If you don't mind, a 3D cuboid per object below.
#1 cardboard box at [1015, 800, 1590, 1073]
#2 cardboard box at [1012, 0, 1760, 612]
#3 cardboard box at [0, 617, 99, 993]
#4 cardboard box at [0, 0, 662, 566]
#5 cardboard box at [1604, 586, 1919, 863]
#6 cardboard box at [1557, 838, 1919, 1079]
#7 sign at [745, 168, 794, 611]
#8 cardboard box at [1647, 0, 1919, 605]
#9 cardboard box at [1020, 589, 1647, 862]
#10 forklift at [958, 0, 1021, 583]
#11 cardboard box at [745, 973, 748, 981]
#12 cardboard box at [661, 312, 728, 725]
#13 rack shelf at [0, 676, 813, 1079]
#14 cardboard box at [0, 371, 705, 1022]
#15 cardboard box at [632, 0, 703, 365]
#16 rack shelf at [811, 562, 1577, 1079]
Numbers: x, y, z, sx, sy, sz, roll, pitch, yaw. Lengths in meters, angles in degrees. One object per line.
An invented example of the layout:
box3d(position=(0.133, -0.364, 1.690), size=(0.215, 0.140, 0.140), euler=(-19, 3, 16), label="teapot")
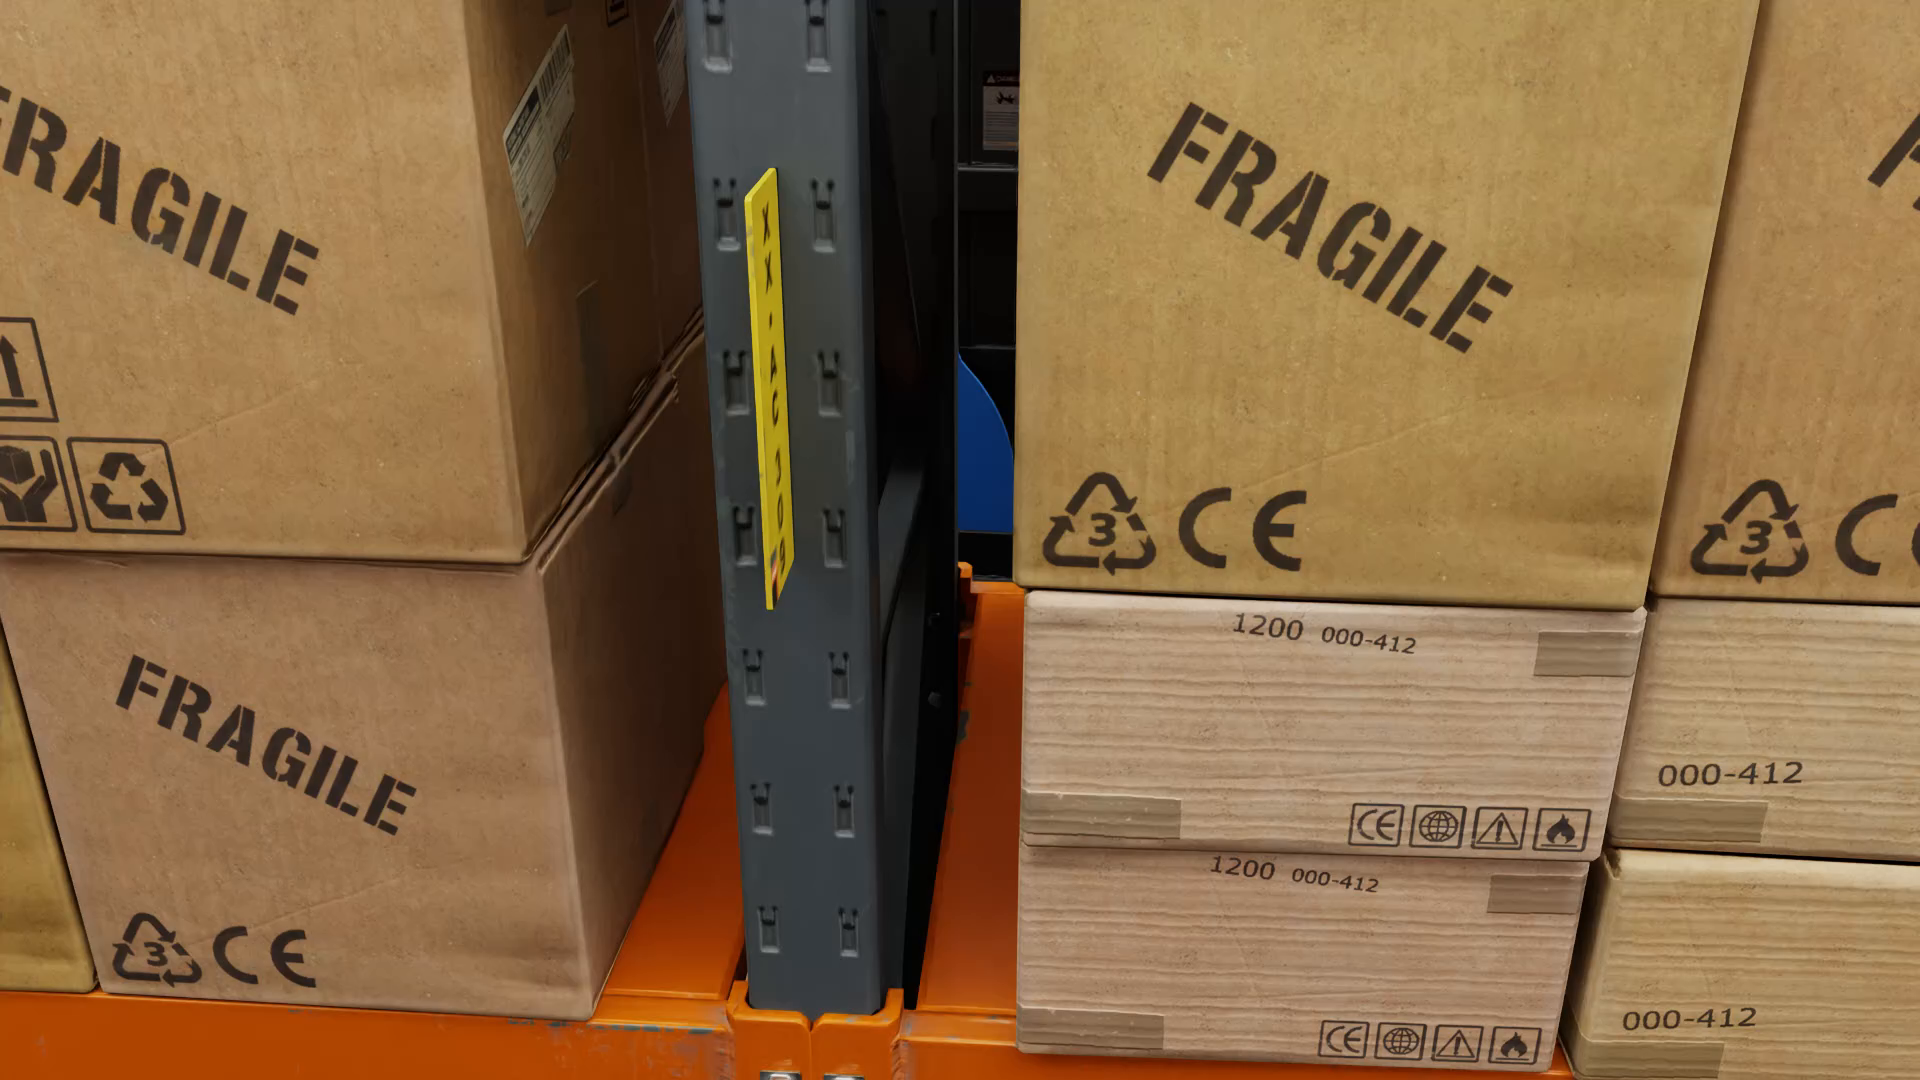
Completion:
box3d(position=(0.315, 0.278, 1.736), size=(0.500, 0.250, 0.500), euler=(1, 25, 3), label="cardboard box")
box3d(position=(0.313, -0.280, 1.454), size=(0.500, 0.500, 0.500), euler=(2, 25, 5), label="cardboard box")
box3d(position=(-1.099, 0.118, 1.785), size=(0.500, 0.500, 0.500), euler=(1, 25, 3), label="cardboard box")
box3d(position=(-0.595, -0.314, 1.528), size=(0.500, 0.500, 0.500), euler=(2, 25, 4), label="cardboard box")
box3d(position=(0.836, 0.064, 1.605), size=(0.500, 0.250, 0.500), euler=(2, 25, 5), label="cardboard box")
box3d(position=(0.831, 0.294, 1.702), size=(0.500, 0.250, 0.500), euler=(1, 25, 3), label="cardboard box")
box3d(position=(-0.144, -0.112, 1.274), size=(0.005, 0.325, 0.100), euler=(2, 25, 4), label="sign")
box3d(position=(0.823, -0.275, 1.444), size=(0.500, 0.500, 0.500), euler=(2, 25, 4), label="cardboard box")
box3d(position=(0.314, 0.059, 1.616), size=(0.500, 0.250, 0.500), euler=(1, 25, 2), label="cardboard box")
box3d(position=(0.676, -1.261, 4.984), size=(3.031, 2.935, 1.130), euler=(3, 25, 6), label="forklift")
box3d(position=(-0.721, 0.994, 2.563), size=(0.875, 0.438, 0.875), euler=(1, 25, 3), label="cardboard box")
box3d(position=(-0.551, -0.084, 2.224), size=(0.500, 0.500, 0.500), euler=(3, 25, 6), label="cardboard box")
box3d(position=(-2.098, 0.349, 2.264), size=(4.000, 0.370, 1.077), euler=(2, 25, 4), label="rack shelf")
box3d(position=(-0.585, 0.132, 1.755), size=(0.500, 0.500, 0.500), euler=(2, 25, 4), label="cardboard box")
box3d(position=(-0.560, -0.530, 1.997), size=(0.500, 0.500, 0.500), euler=(2, 25, 4), label="cardboard box")
box3d(position=(1.891, 0.477, 1.986), size=(4.000, 0.370, 1.077), euler=(2, 25, 4), label="rack shelf")
